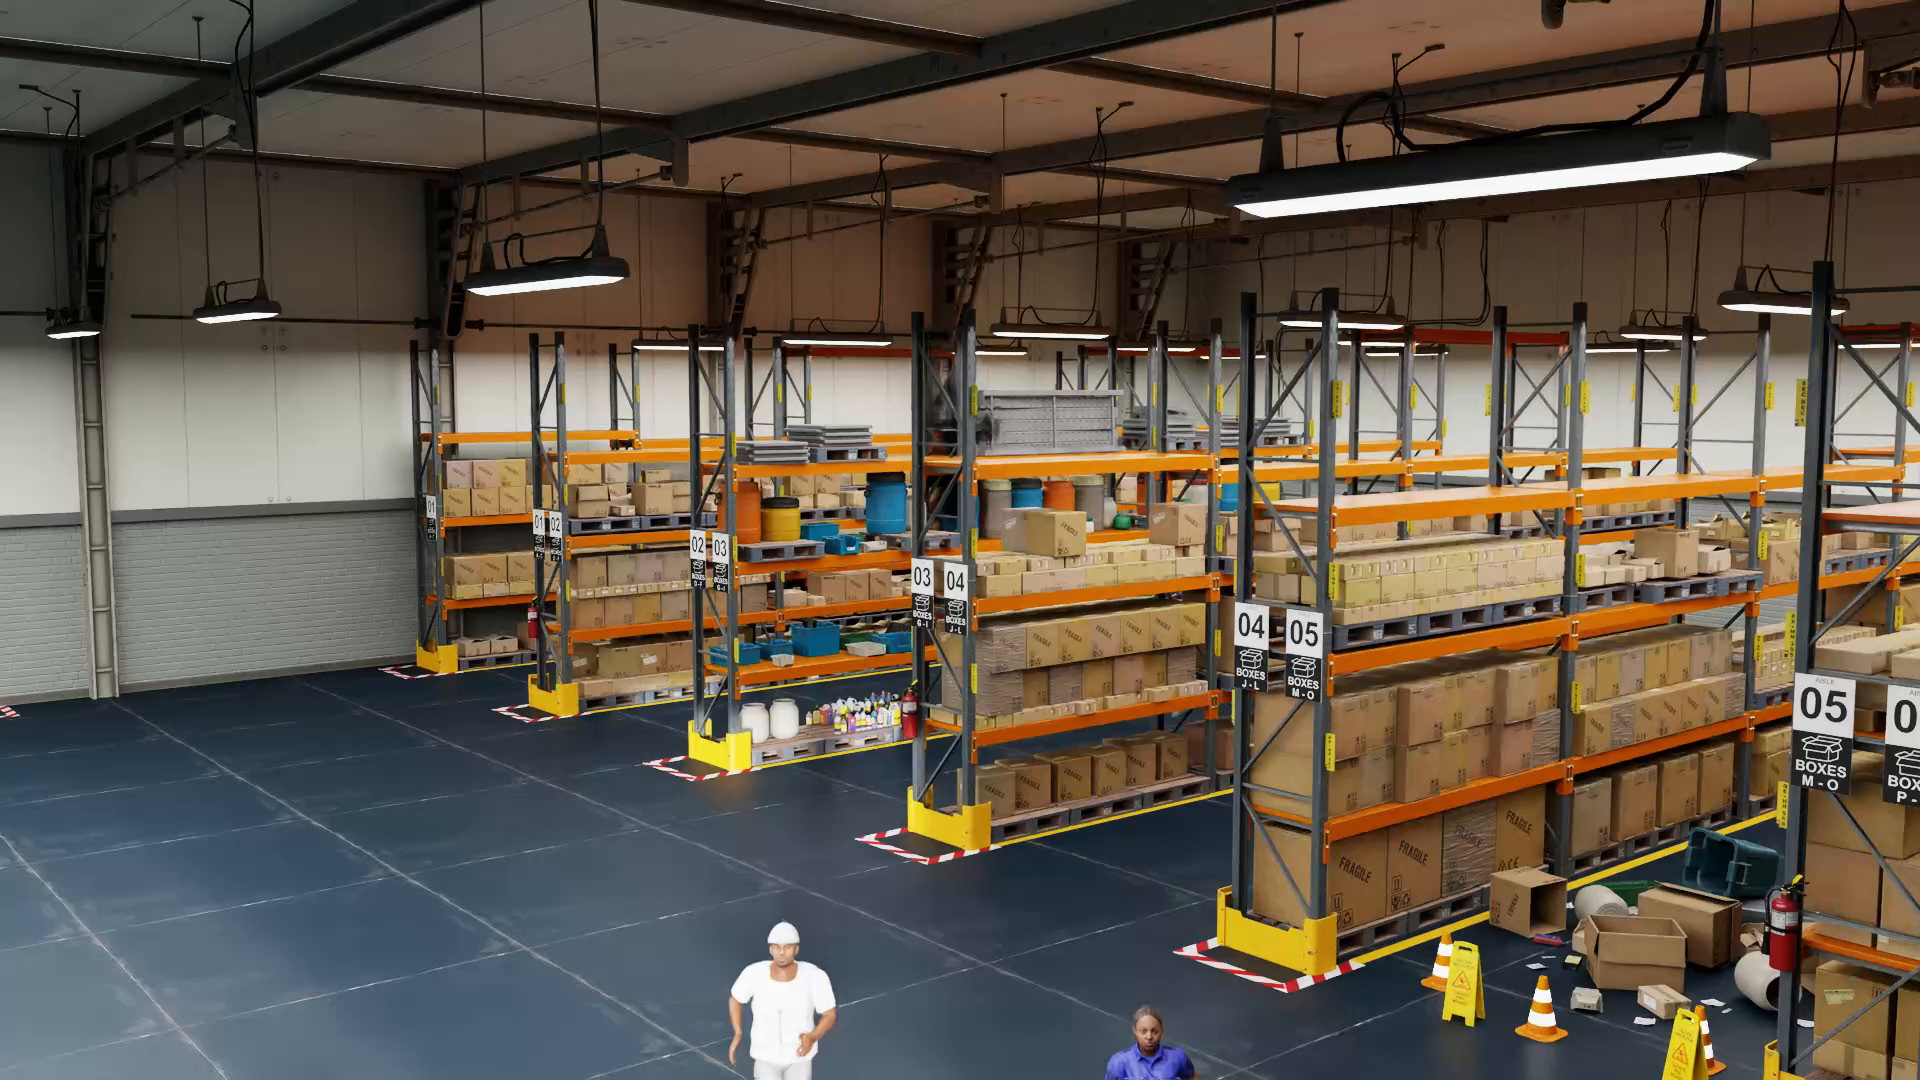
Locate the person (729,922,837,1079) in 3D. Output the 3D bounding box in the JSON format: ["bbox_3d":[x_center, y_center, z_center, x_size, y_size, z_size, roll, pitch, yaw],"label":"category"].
[{"bbox_3d":[-1.141,3.319,10.682,0.706,1.720,0.575,0,5,-4],"label":"person"}]

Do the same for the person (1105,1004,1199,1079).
[{"bbox_3d":[1.079,3.478,9.417,0.542,1.717,0.749,1,5,7],"label":"person"}]

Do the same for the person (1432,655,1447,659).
[{"bbox_3d":[6.157,2.274,21.522,0.650,1.805,0.826,5,7,42],"label":"person"}]

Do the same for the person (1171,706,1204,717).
[{"bbox_3d":[3.439,1.726,24.762,0.593,1.741,0.780,4,7,39],"label":"person"}]
